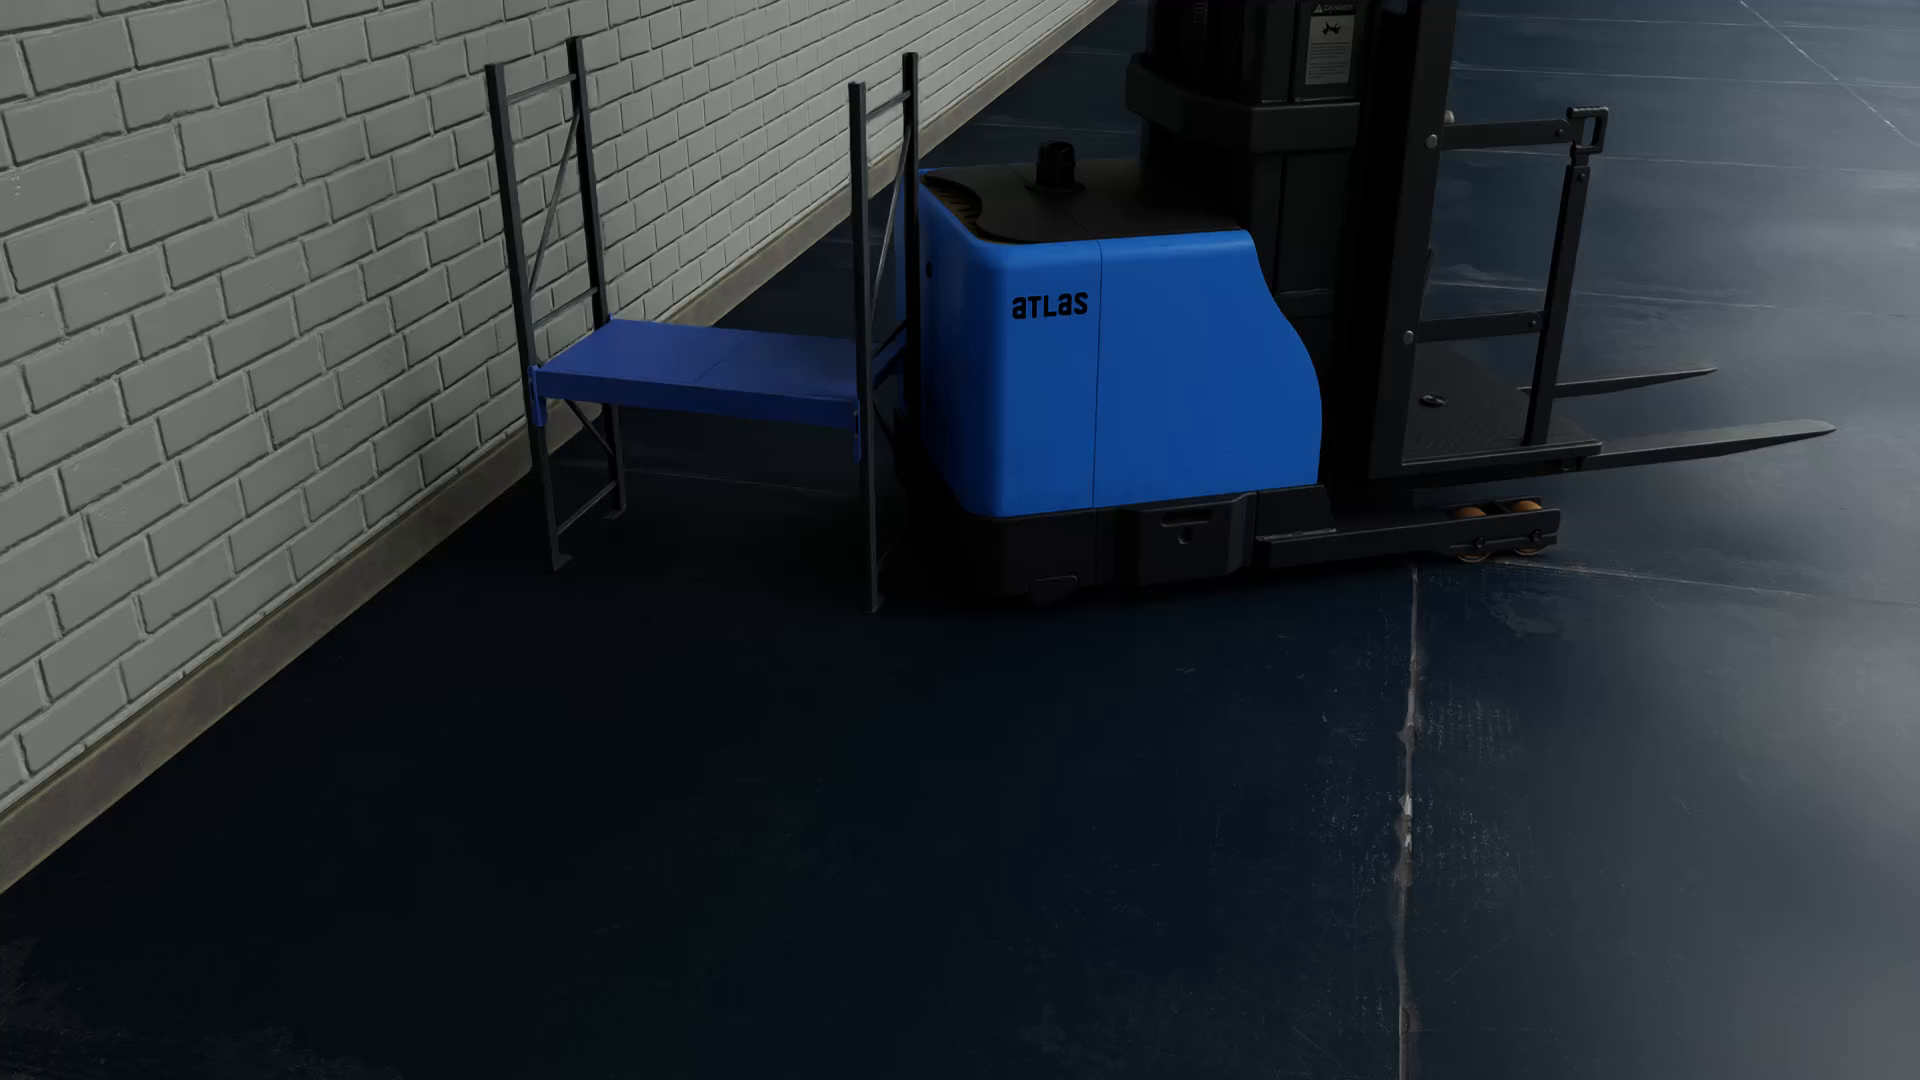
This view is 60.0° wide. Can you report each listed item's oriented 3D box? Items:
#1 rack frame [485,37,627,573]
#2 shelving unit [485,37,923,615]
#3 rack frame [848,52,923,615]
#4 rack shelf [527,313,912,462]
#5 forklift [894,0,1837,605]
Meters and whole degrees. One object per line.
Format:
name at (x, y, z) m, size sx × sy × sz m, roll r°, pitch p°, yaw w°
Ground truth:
rack frame at (-1.178, -0.682, 4.938) m, size 0.032 × 1.500 × 0.500 m, roll 7°, pitch 26°, yaw 14°
shelving unit at (-0.688, -0.624, 4.815) m, size 1.048 × 1.500 × 0.538 m, roll 7°, pitch 26°, yaw 14°
rack frame at (-0.198, -0.565, 4.692) m, size 0.032 × 1.500 × 0.500 m, roll 7°, pitch 26°, yaw 14°
rack shelf at (-0.688, -0.461, 4.893) m, size 1.000 × 0.185 × 0.538 m, roll 7°, pitch 26°, yaw 14°
forklift at (1.357, -1.467, 4.922) m, size 3.031 × 2.935 × 1.130 m, roll -6°, pitch 26°, yaw -13°
